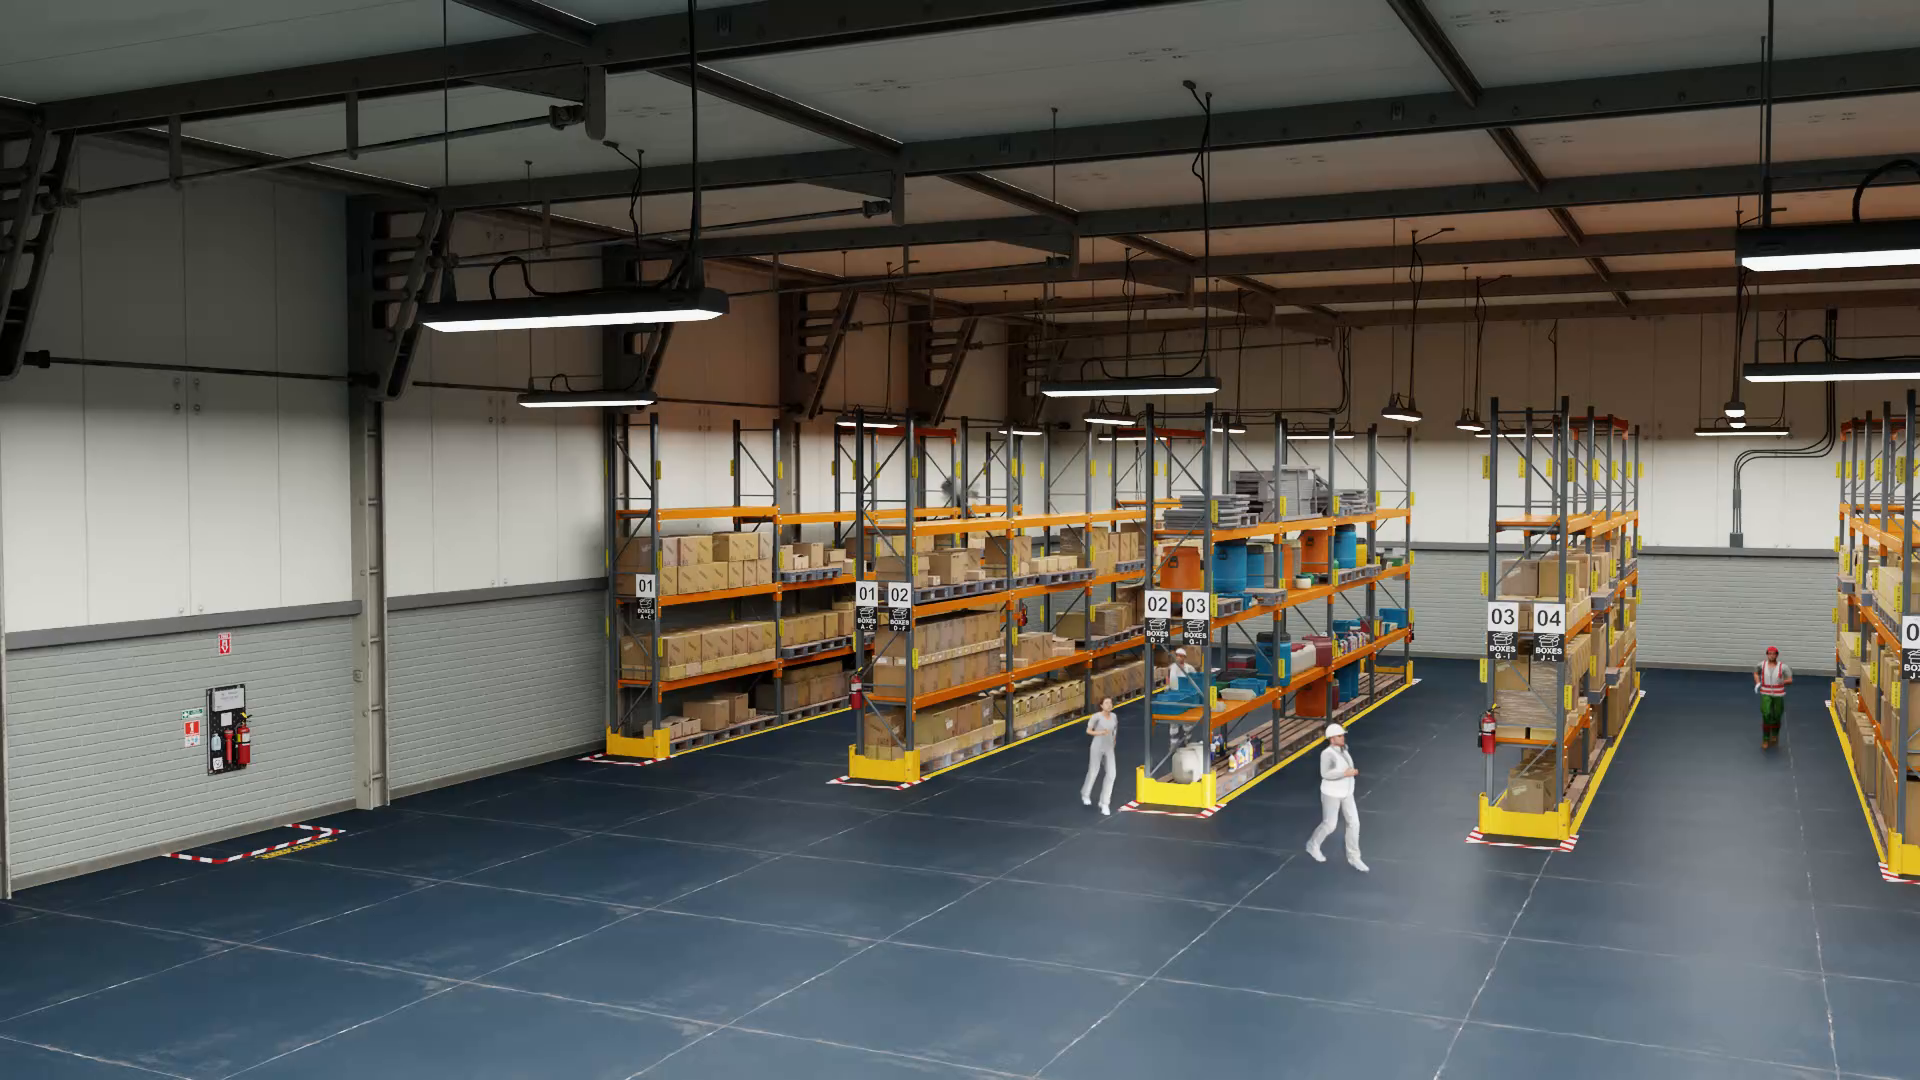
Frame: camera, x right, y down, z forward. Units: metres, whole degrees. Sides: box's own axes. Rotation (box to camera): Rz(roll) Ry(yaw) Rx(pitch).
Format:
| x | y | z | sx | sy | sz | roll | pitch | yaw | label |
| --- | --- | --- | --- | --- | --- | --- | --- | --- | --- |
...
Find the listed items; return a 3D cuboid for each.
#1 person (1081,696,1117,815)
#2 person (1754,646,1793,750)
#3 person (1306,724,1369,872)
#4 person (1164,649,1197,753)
| x | y | z | sx | sy | sz | roll | pitch | yaw | label |
| --- | --- | --- | --- | --- | --- | --- | --- | --- | --- |
| 2.099 | 3.139 | 24.507 | 0.570 | 1.719 | 0.766 | -1 | 3 | -18 | person |
| 14.660 | 2.826 | 29.977 | 0.634 | 1.824 | 0.820 | 1 | 3 | 27 | person |
| 4.734 | 3.219 | 20.908 | 0.647 | 1.812 | 0.836 | -2 | 3 | -40 | person |
| 3.941 | 2.848 | 29.727 | 0.640 | 1.824 | 0.814 | 1 | 3 | 23 | person |
